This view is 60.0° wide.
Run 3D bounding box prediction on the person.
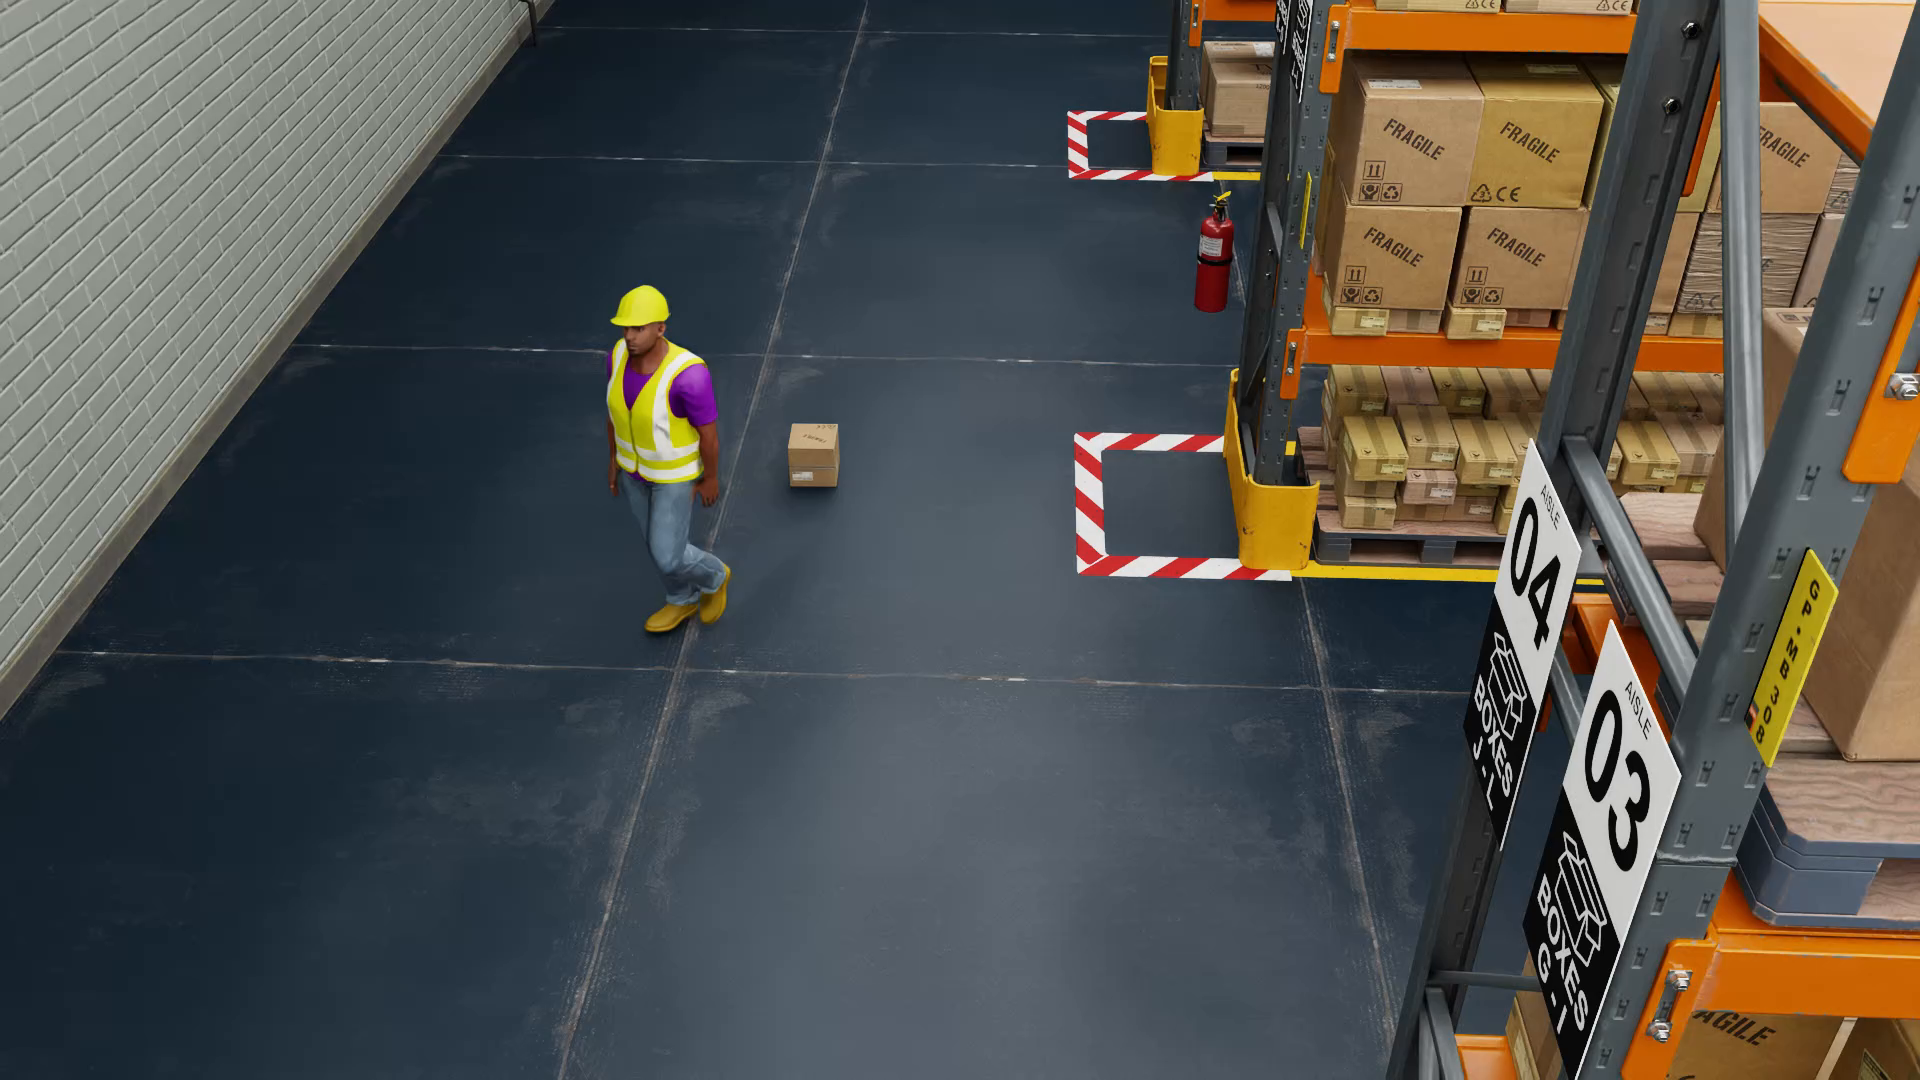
[{"bbox_3d":[-1.348,-0.330,7.519,0.563,1.762,0.474,21,41,27],"label":"person"}]
